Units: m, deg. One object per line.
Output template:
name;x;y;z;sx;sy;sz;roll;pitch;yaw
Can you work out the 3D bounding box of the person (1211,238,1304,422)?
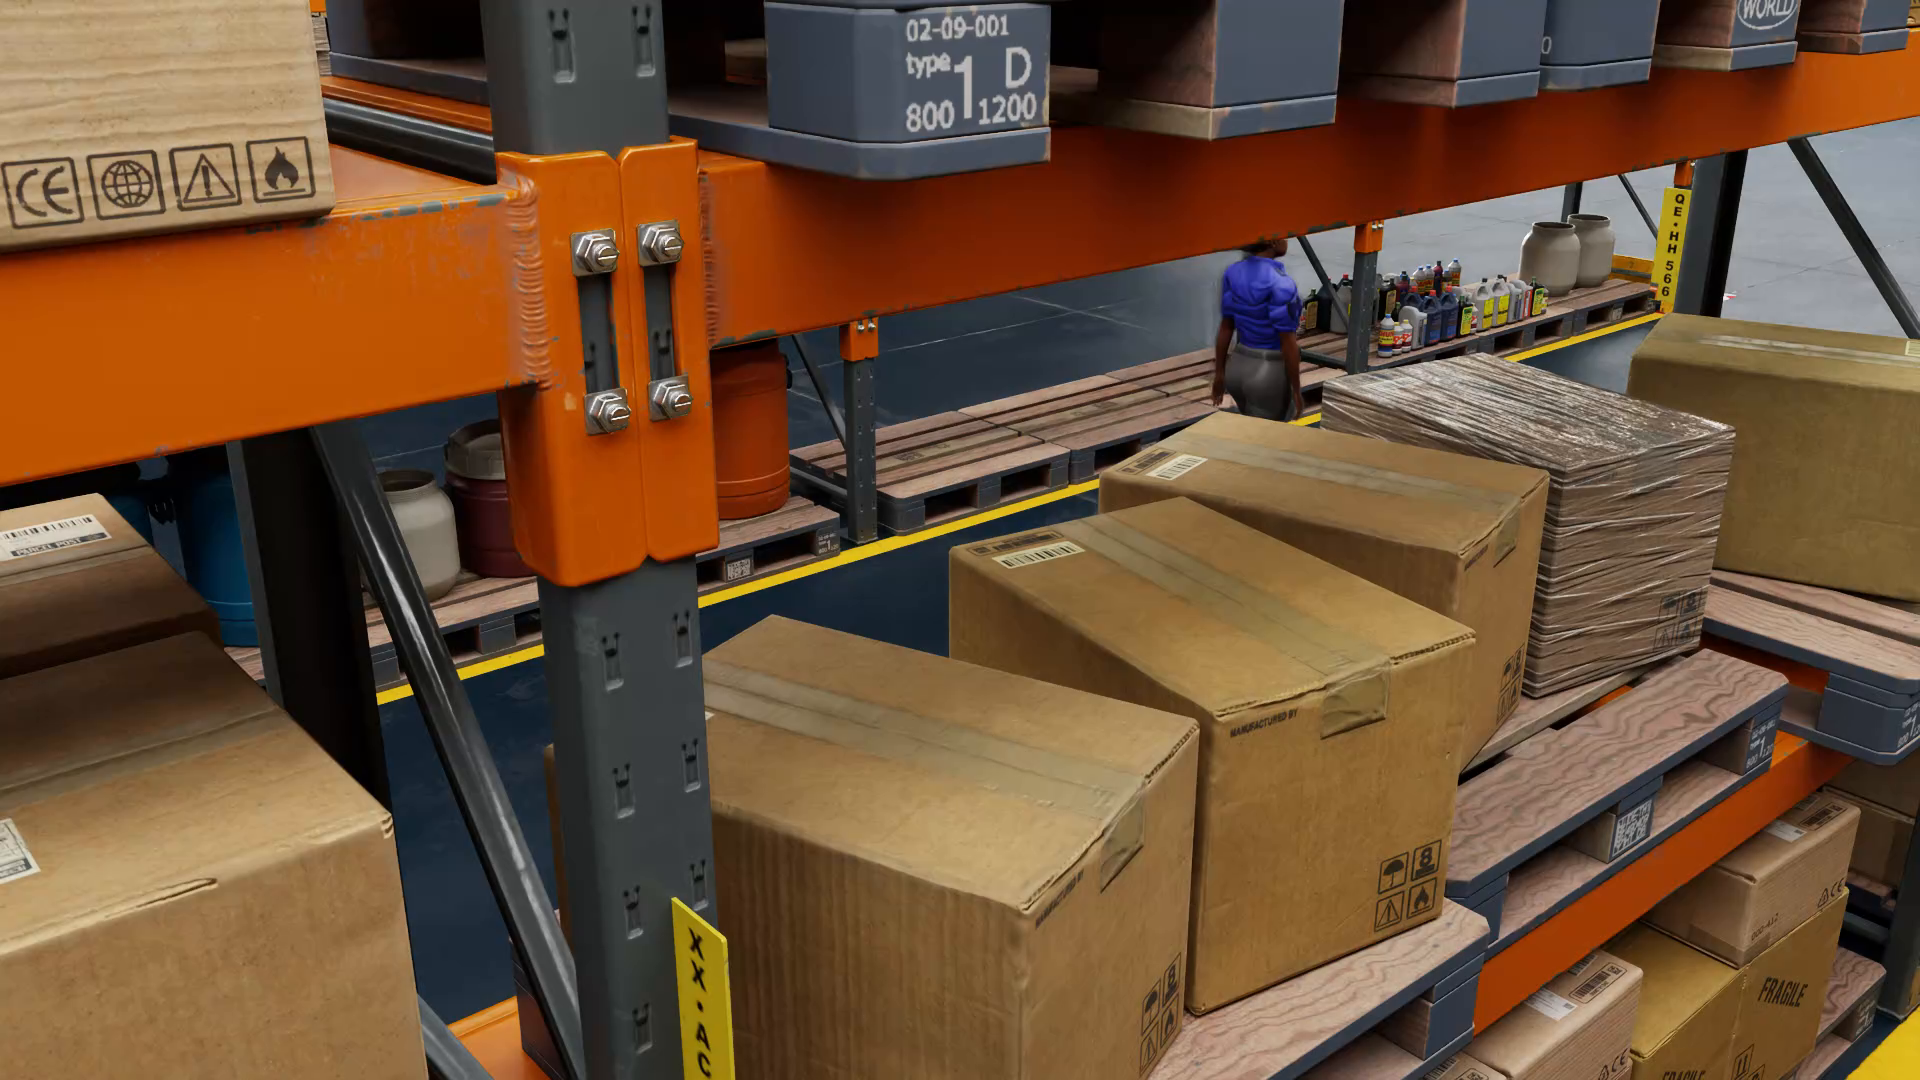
person;1.464;-0.751;8.006;0.469;1.685;0.486;-12;24;-28
